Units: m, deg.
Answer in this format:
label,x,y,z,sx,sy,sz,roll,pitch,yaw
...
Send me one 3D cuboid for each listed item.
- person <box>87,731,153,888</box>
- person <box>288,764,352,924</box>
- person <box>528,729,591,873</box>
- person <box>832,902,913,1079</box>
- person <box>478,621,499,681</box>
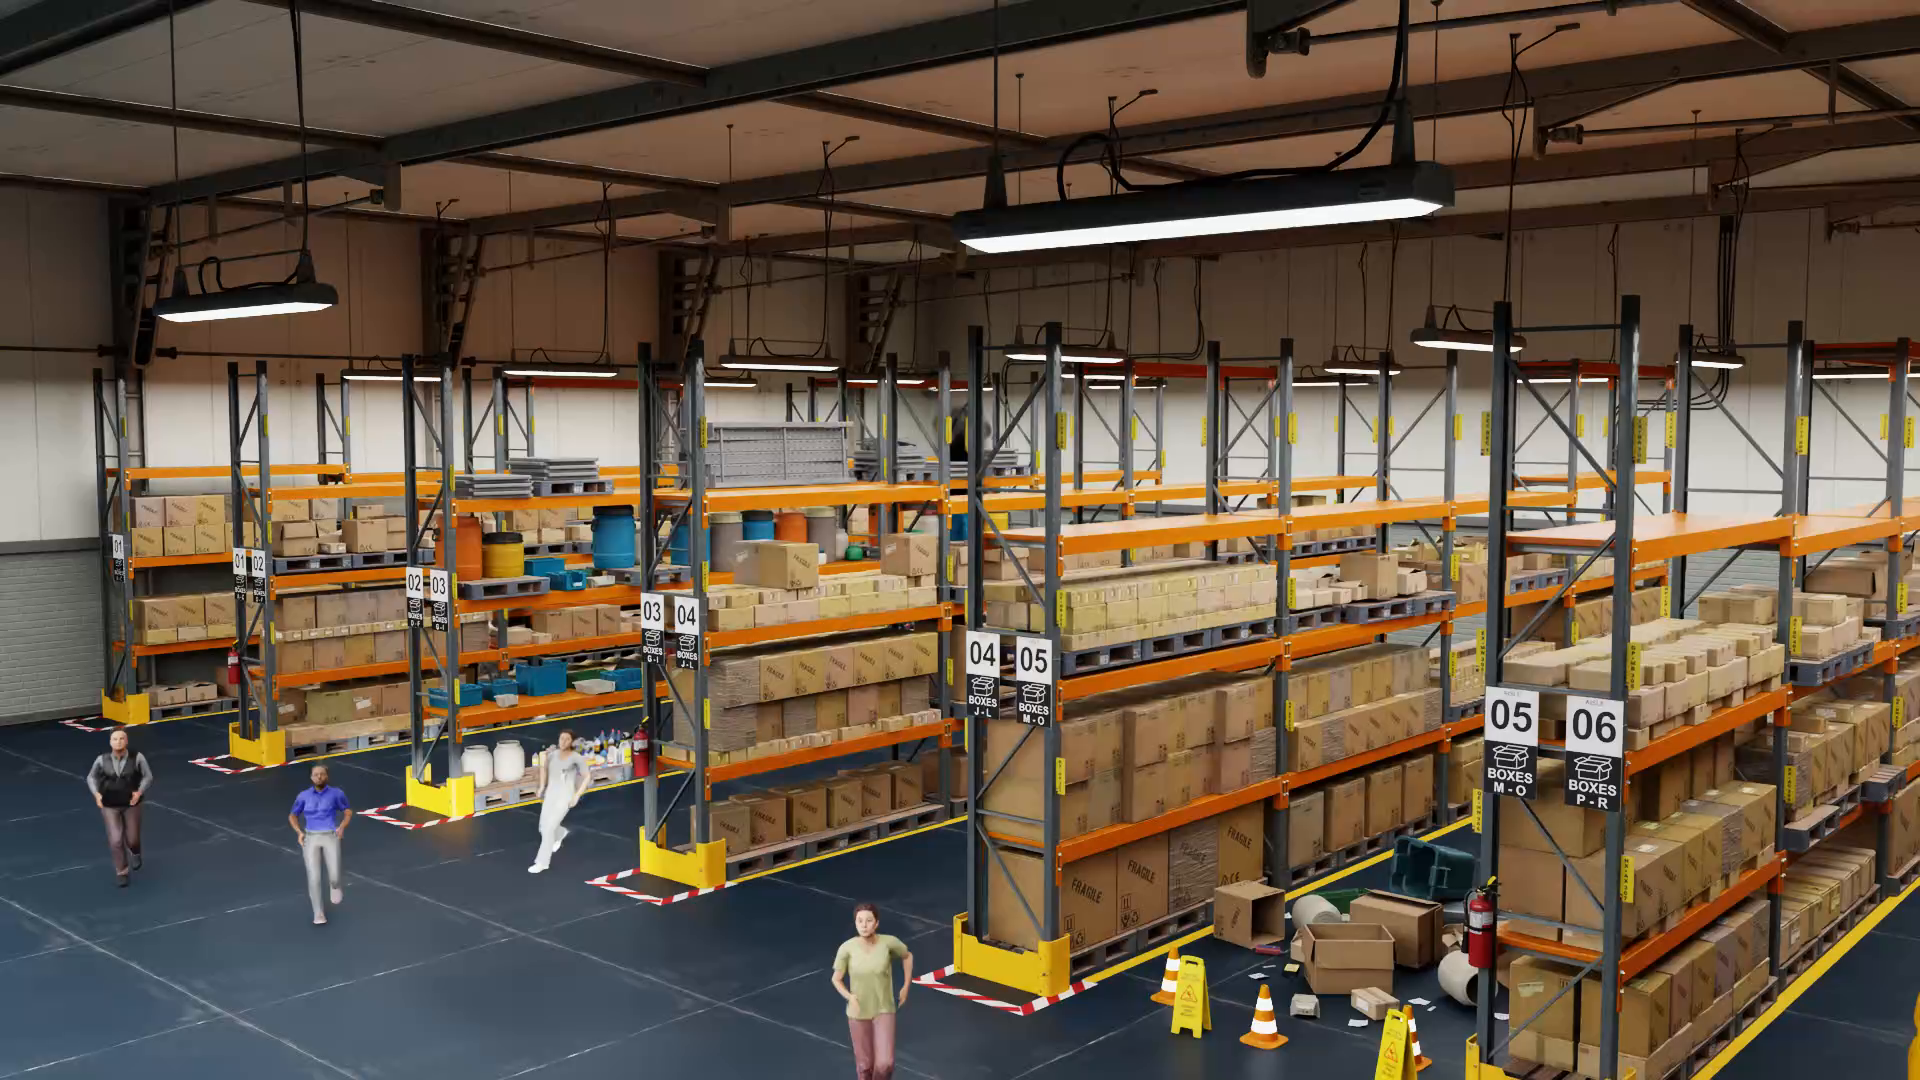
label,x,y,z,sx,sy,sz,roll,pitch,yaw
person,-9.343,2.960,18.514,0.670,1.704,0.687,-2,5,-23
person,-6.592,3.106,17.153,0.616,1.610,0.574,-1,4,-20
person,-4.548,2.956,19.049,0.614,1.607,0.738,1,4,15
person,-0.640,3.464,12.095,0.586,1.624,0.647,0,4,-1
person,-8.711,2.083,30.660,0.601,1.705,0.796,3,5,39
